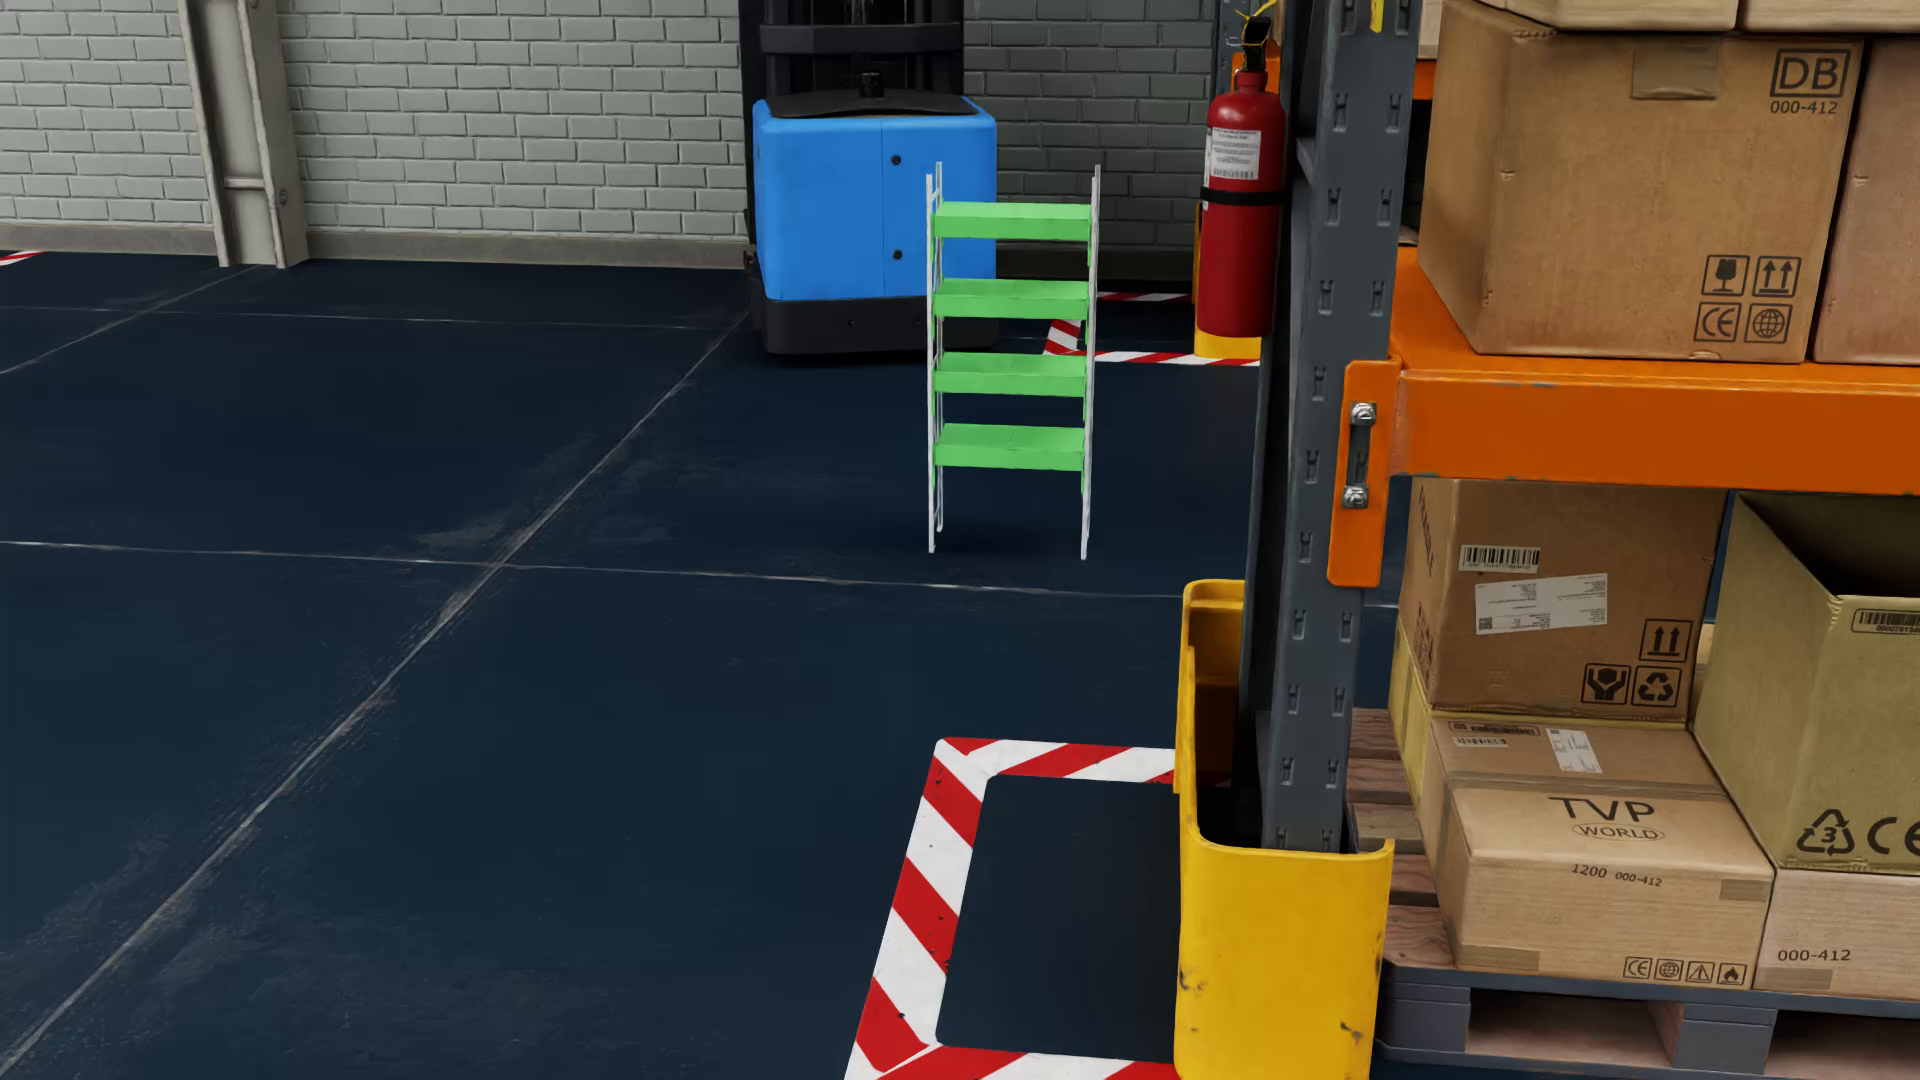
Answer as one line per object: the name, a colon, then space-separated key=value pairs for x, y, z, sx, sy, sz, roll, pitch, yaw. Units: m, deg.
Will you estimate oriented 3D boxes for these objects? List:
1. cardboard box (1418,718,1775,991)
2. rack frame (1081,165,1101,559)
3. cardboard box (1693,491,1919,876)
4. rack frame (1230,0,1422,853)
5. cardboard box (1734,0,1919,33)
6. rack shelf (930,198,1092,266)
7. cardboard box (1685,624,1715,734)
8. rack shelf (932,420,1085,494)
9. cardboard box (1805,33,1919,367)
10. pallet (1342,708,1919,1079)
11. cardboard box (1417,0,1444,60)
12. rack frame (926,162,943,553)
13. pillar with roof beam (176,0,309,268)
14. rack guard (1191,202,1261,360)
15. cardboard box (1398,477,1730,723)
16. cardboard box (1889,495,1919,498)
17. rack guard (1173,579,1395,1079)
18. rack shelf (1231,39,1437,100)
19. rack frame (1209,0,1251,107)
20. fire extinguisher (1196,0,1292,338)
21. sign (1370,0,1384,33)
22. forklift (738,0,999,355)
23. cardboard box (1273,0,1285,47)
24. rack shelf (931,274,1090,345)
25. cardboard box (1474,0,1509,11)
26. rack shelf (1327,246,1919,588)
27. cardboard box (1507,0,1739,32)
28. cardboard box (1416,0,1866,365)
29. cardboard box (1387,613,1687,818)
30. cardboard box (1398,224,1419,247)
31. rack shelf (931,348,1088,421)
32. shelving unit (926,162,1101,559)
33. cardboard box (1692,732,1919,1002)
cardboard box: x=1.152 y=0.568 z=3.093 sx=0.500 sy=0.250 sz=0.500 roll=2 pitch=22 yaw=6
rack frame: x=0.407 y=-0.540 z=5.174 sx=0.015 sy=1.200 sz=0.240 roll=2 pitch=22 yaw=6
cardboard box: x=1.649 y=0.240 z=2.902 sx=0.500 sy=0.500 sz=0.500 roll=2 pitch=22 yaw=6
rack frame: x=0.646 y=-0.620 z=2.929 sx=0.127 sy=3.000 sz=1.000 roll=2 pitch=22 yaw=6
cardboard box: x=1.273 y=-0.862 z=2.523 sx=0.250 sy=0.149 sz=0.380 roll=2 pitch=22 yaw=5
rack shelf: x=0.164 y=-0.938 z=5.048 sx=0.480 sy=0.148 sz=0.258 roll=2 pitch=22 yaw=6
cardboard box: x=1.711 y=0.396 z=3.527 sx=0.500 sy=0.250 sz=0.500 roll=2 pitch=22 yaw=6
rack shelf: x=0.164 y=-0.268 z=5.313 sx=0.480 sy=0.148 sz=0.258 roll=2 pitch=22 yaw=6
cardboard box: x=1.630 y=-0.621 z=2.794 sx=0.500 sy=0.500 sz=0.700 roll=3 pitch=22 yaw=8
pallet: x=1.410 y=0.694 z=3.396 sx=1.213 sy=0.211 sz=1.003 roll=2 pitch=22 yaw=6
cardboard box: x=2.190 y=-2.214 z=7.137 sx=0.500 sy=0.250 sz=0.500 roll=2 pitch=22 yaw=5
rack frame: x=-0.078 y=-0.561 z=5.228 sx=0.015 sy=1.200 sz=0.240 roll=2 pitch=22 yaw=6
pillar with roof beam: x=-4.443 y=-4.192 z=3.804 sx=0.400 sy=9.000 sz=9.100 roll=2 pitch=22 yaw=6
rack guard: x=1.301 y=-1.263 z=7.955 sx=0.348 sy=0.500 sz=1.175 roll=2 pitch=22 yaw=6
cardboard box: x=1.214 y=0.029 z=3.435 sx=0.500 sy=0.500 sz=0.500 roll=2 pitch=22 yaw=6
cardboard box: x=2.208 y=0.067 z=3.339 sx=0.500 sy=0.500 sz=0.500 roll=2 pitch=22 yaw=6
rack guard: x=0.622 y=0.541 z=3.391 sx=0.348 sy=0.500 sz=1.175 roll=2 pitch=22 yaw=6
rack shelf: x=3.211 y=-2.008 z=7.417 sx=4.000 sy=0.370 sz=1.077 roll=2 pitch=22 yaw=6
rack frame: x=1.225 y=-2.429 z=7.504 sx=0.127 sy=3.000 sz=1.000 roll=2 pitch=22 yaw=6
fire extinguisher: x=0.583 y=-0.759 z=3.385 sx=0.183 sy=0.674 sz=0.296 roll=2 pitch=22 yaw=6
sign: x=0.575 y=-0.857 z=2.243 sx=0.005 sy=0.325 sz=0.100 roll=2 pitch=22 yaw=6
forklift: x=-0.563 y=-2.682 z=8.236 sx=1.130 sy=2.935 sz=3.031 roll=-3 pitch=22 yaw=-8
cardboard box: x=1.712 y=-2.419 z=7.656 sx=0.500 sy=0.250 sz=0.500 roll=3 pitch=22 yaw=7
rack shelf: x=0.164 y=-0.715 z=5.136 sx=0.480 sy=0.148 sz=0.258 roll=2 pitch=22 yaw=6
cardboard box: x=1.048 y=-1.021 z=2.925 sx=0.250 sy=0.149 sz=0.380 roll=2 pitch=22 yaw=5
rack shelf: x=2.632 y=-0.199 z=2.842 sx=4.000 sy=0.370 sz=1.077 roll=2 pitch=22 yaw=6
cardboard box: x=1.010 y=-0.873 z=2.549 sx=0.250 sy=0.149 sz=0.380 roll=2 pitch=22 yaw=6
cardboard box: x=1.108 y=-0.642 z=2.847 sx=0.500 sy=0.500 sz=0.700 roll=3 pitch=22 yaw=6
cardboard box: x=1.213 y=0.379 z=3.571 sx=0.500 sy=0.250 sz=0.500 roll=2 pitch=22 yaw=6
cardboard box: x=1.902 y=-1.320 z=7.758 sx=0.500 sy=0.311 sz=0.500 roll=0 pitch=22 yaw=0
rack shelf: x=0.164 y=-0.491 z=5.225 sx=0.480 sy=0.148 sz=0.258 roll=2 pitch=22 yaw=6
shelving unit: x=0.164 y=-0.551 z=5.201 sx=0.503 sy=1.200 sz=0.258 roll=2 pitch=22 yaw=6
cardboard box: x=1.649 y=0.588 z=3.041 sx=0.500 sy=0.250 sz=0.500 roll=2 pitch=22 yaw=6
